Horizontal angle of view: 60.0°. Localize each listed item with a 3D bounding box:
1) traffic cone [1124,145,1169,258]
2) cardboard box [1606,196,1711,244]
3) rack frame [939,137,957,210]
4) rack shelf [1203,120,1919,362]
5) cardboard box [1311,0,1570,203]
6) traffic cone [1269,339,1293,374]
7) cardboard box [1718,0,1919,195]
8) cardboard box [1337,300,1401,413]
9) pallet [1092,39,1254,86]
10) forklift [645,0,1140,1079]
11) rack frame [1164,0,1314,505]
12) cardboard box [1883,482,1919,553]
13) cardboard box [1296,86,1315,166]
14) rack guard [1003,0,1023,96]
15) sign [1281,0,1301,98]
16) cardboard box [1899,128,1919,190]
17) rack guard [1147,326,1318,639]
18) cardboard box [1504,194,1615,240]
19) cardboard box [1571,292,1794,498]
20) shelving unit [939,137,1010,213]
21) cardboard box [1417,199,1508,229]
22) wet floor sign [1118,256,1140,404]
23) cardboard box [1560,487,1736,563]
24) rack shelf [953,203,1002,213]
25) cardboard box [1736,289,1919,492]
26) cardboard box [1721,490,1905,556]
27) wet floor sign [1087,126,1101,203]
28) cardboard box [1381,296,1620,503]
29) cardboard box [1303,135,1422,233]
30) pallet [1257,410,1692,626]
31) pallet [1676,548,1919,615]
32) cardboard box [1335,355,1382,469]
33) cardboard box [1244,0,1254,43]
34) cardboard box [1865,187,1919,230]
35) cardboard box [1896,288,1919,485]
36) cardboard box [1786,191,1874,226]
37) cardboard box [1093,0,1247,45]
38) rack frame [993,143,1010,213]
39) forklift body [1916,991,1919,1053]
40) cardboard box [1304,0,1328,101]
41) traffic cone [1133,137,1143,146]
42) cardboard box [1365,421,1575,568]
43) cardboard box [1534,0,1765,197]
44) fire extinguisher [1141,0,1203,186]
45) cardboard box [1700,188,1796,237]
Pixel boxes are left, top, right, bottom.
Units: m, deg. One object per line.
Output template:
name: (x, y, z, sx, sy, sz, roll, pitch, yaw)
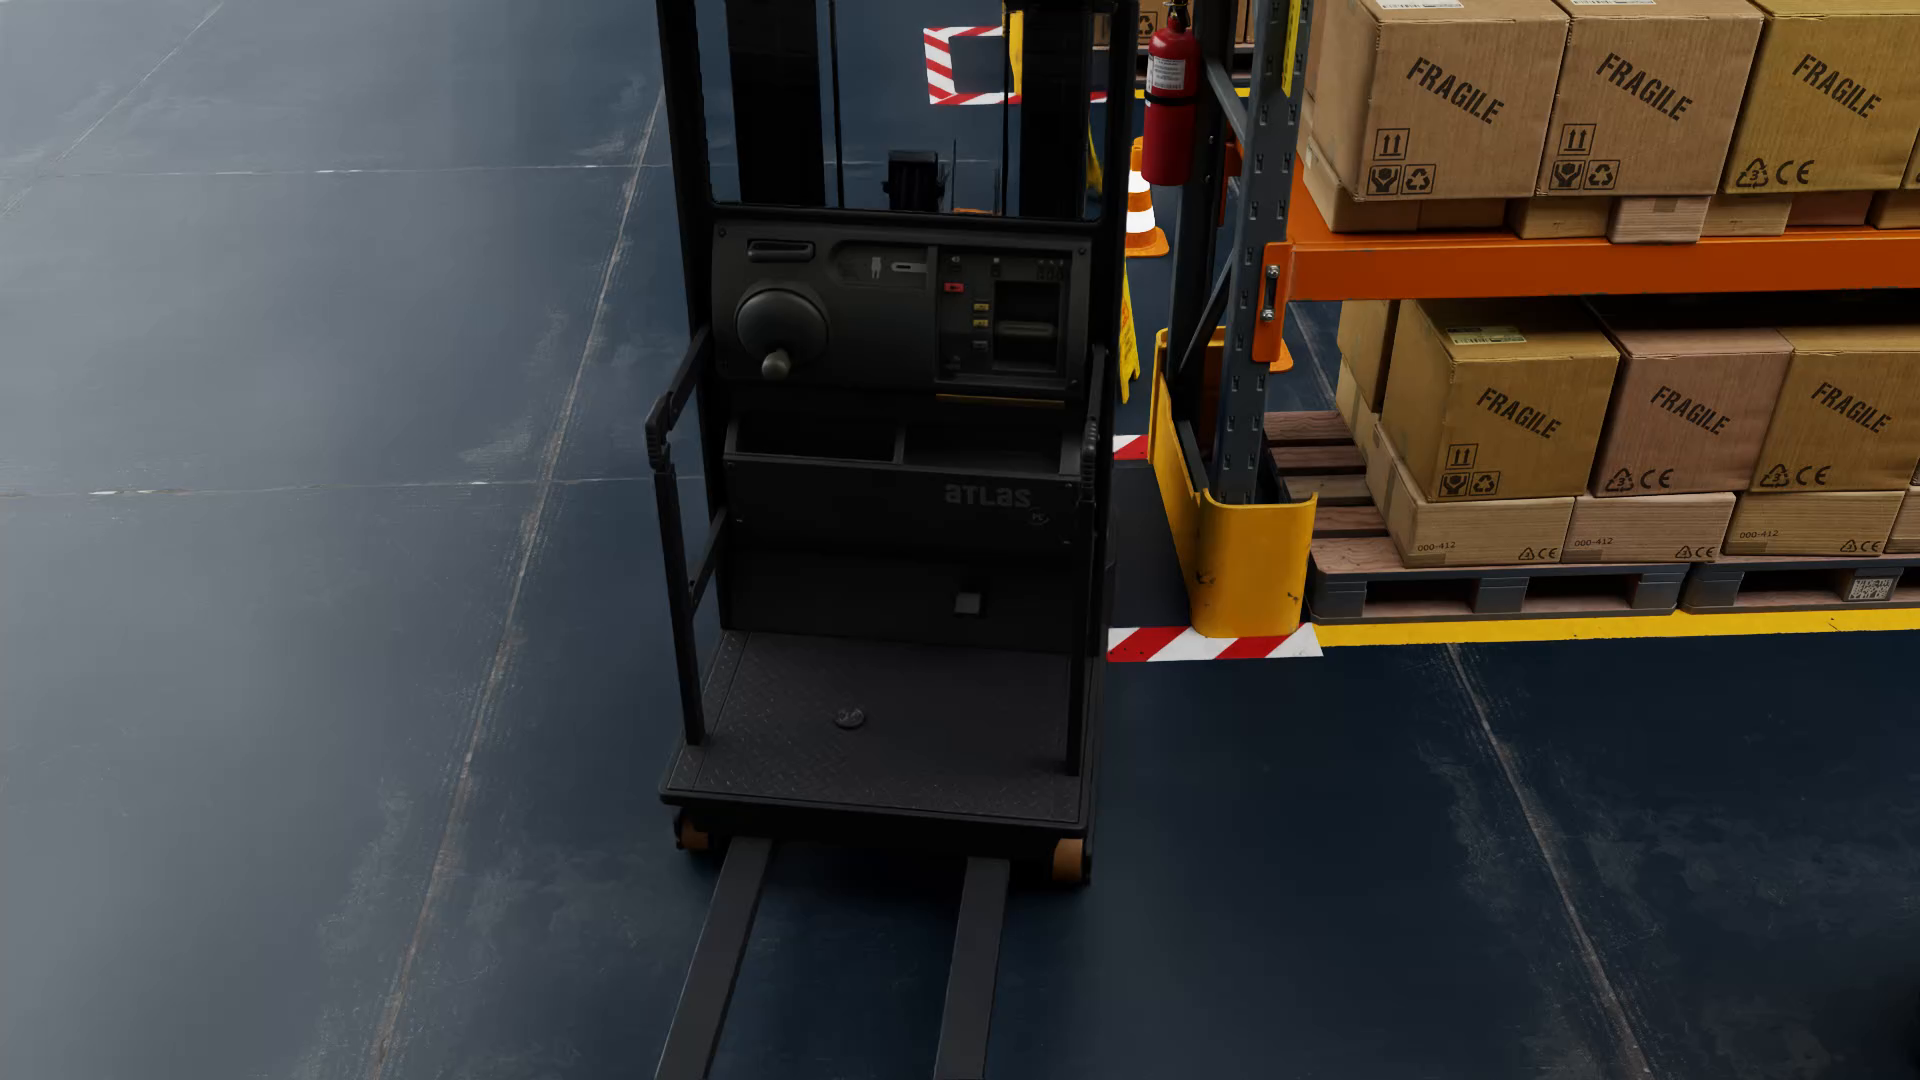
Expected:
traffic cone: (0.796, -1.577, 7.622, 0.334, 0.463, 0.336, -2, 35, -2)
cardboard box: (1.944, -0.999, 4.778, 0.250, 0.149, 0.380, -1, 35, -1)
rack frame: (-0.061, -0.784, 5.808, 0.006, 1.200, 0.240, 8, 33, 9)
rack shelf: (2.817, -1.012, 5.208, 4.000, 0.370, 1.077, -2, 35, -2)
cardboard box: (1.305, -1.272, 4.603, 0.500, 0.500, 0.500, -2, 35, -3)
traffic cone: (1.188, -0.955, 6.724, 0.334, 0.463, 0.336, -2, 35, -2)
cardboard box: (2.332, -1.302, 4.647, 0.500, 0.500, 0.500, -2, 35, -3)
cardboard box: (1.607, -0.774, 5.621, 0.500, 0.500, 0.500, -1, 35, -2)
pallet: (1.279, -2.984, 9.876, 1.213, 0.211, 1.003, -2, 35, -2)
forklift: (-0.171, -0.504, 3.902, 1.130, 2.935, 3.031, 4, 35, 6)
rack frame: (0.819, -1.254, 4.926, 0.127, 3.000, 1.000, -2, 35, -2)
cardboard box: (3.197, -0.204, 5.456, 0.500, 0.250, 0.500, -1, 35, -1)
cardboard box: (1.183, -1.282, 5.187, 0.250, 0.149, 0.380, 0, 35, -1)
rack guard: (0.460, -3.036, 9.698, 0.348, 0.500, 1.175, -2, 35, -2)
sign: (0.845, -1.301, 4.234, 0.005, 0.325, 0.100, -2, 35, -2)
cardboard box: (2.839, -1.321, 4.673, 0.500, 0.500, 0.500, -2, 35, -3)
rack guard: (0.895, -0.228, 5.640, 0.348, 0.500, 1.175, -2, 35, -2)
cardboard box: (1.689, -1.018, 4.806, 0.250, 0.149, 0.380, -3, 35, -4)
cardboard box: (2.184, -0.486, 5.205, 0.500, 0.500, 0.500, -3, 35, -4)
shelving unit: (0.029, -0.771, 5.794, 0.189, 1.200, 0.258, 8, 33, 9)
cardboard box: (1.420, -1.057, 4.862, 0.250, 0.149, 0.380, -1, 35, -2)
wet floor sign: (0.579, -0.889, 6.467, 0.232, 0.644, 0.267, 10, 36, 14)
cardboard box: (2.148, -0.170, 5.407, 0.500, 0.250, 0.500, 0, 35, -1)
rack shelf: (0.041, -1.038, 5.626, 0.180, 0.103, 0.258, 8, 33, 9)
cardboard box: (2.685, -0.495, 5.218, 0.500, 0.500, 0.500, -1, 35, -1)
cardboard box: (2.693, -0.192, 5.438, 0.500, 0.250, 0.500, 1, 35, 1)
wet floor sign: (0.549, -1.970, 8.030, 0.232, 0.644, 0.267, -7, 35, -10)
cardboard box: (1.662, -0.470, 5.181, 0.500, 0.500, 0.500, -3, 35, -4)
cardboard box: (1.168, -1.042, 4.840, 0.250, 0.149, 0.380, -1, 35, -2)
pallet: (1.708, -0.111, 5.725, 1.213, 0.211, 1.003, -2, 35, -2)
pallet: (2.924, -0.142, 5.770, 1.213, 0.211, 1.003, -2, 35, -2)
cardboard box: (1.638, -0.471, 5.842, 0.500, 0.250, 0.500, -2, 35, -2)
cardboard box: (2.037, -3.444, 9.589, 0.875, 0.875, 0.875, -2, 35, -3)
cardboard box: (2.727, -1.056, 4.861, 0.250, 0.149, 0.380, -2, 35, -3)
cardboard box: (3.219, -0.514, 5.245, 0.500, 0.500, 0.500, 0, 35, 0)
cardboard box: (2.462, -1.066, 4.875, 0.250, 0.149, 0.380, 0, 35, -1)
cardboard box: (1.158, -3.420, 9.553, 0.875, 0.875, 0.875, -1, 35, -2)
rack frame: (0.118, -0.758, 5.780, 0.006, 1.200, 0.240, 8, 33, 9)
forklift body: (2.866, 0.829, 2.663, 1.214, 2.155, 2.313, -2, 35, -2)
cardboard box: (1.348, -1.588, 5.060, 0.500, 0.500, 0.500, -2, 35, -3)
traffic cone: (1.082, -2.229, 8.564, 0.334, 0.463, 0.336, -2, 35, -2)
cardboard box: (1.638, -0.160, 5.393, 0.500, 0.250, 0.500, -2, 35, -3)
cardboard box: (1.823, -1.288, 4.626, 0.500, 0.500, 0.500, -1, 35, -1)
fire extinguisher: (0.683, -1.481, 5.322, 0.183, 0.674, 0.296, -2, 35, -2)
cardboard box: (2.201, -1.025, 4.815, 0.250, 0.149, 0.380, -1, 35, -1)
